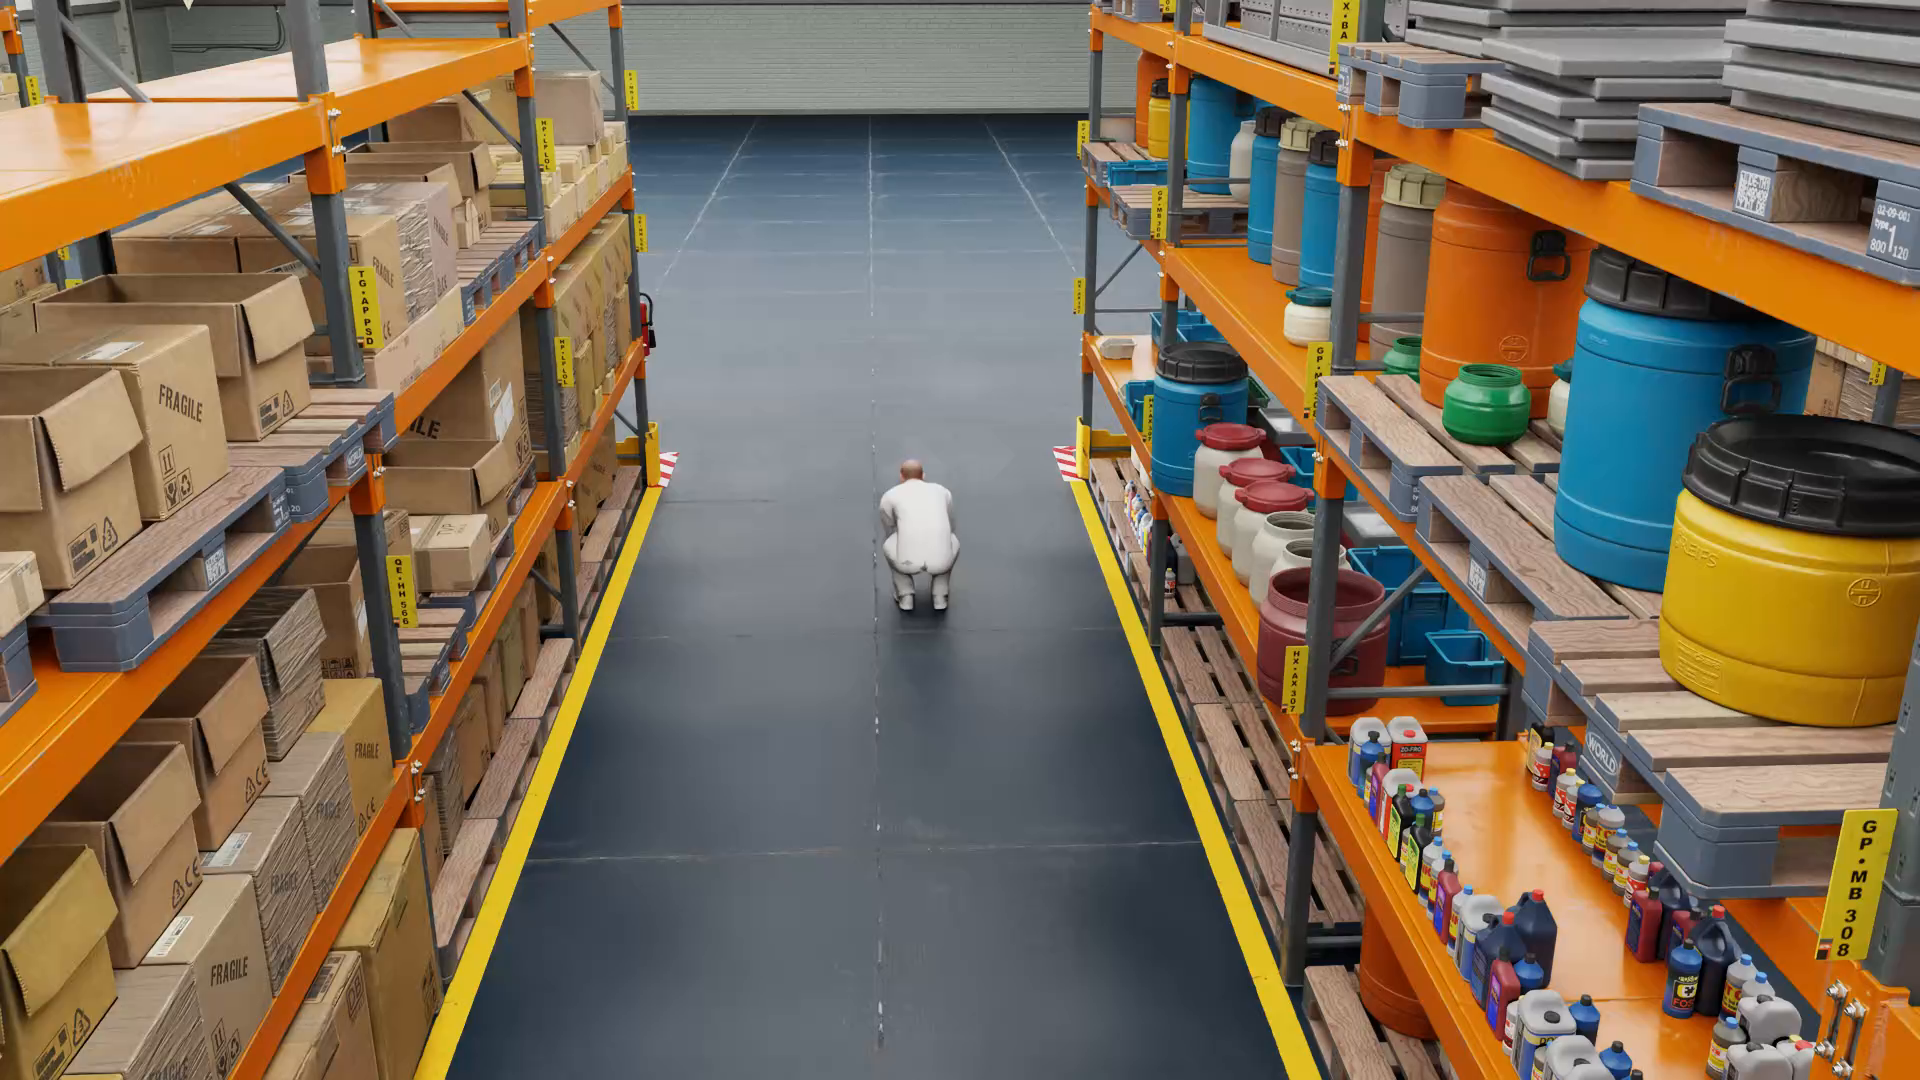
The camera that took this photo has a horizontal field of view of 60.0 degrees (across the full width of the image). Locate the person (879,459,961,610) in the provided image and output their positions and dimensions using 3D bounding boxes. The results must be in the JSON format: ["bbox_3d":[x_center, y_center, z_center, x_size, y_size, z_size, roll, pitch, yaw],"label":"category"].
[{"bbox_3d":[-0.298,-0.053,12.388,0.604,0.995,0.909,-1,20,-3],"label":"person"}]
